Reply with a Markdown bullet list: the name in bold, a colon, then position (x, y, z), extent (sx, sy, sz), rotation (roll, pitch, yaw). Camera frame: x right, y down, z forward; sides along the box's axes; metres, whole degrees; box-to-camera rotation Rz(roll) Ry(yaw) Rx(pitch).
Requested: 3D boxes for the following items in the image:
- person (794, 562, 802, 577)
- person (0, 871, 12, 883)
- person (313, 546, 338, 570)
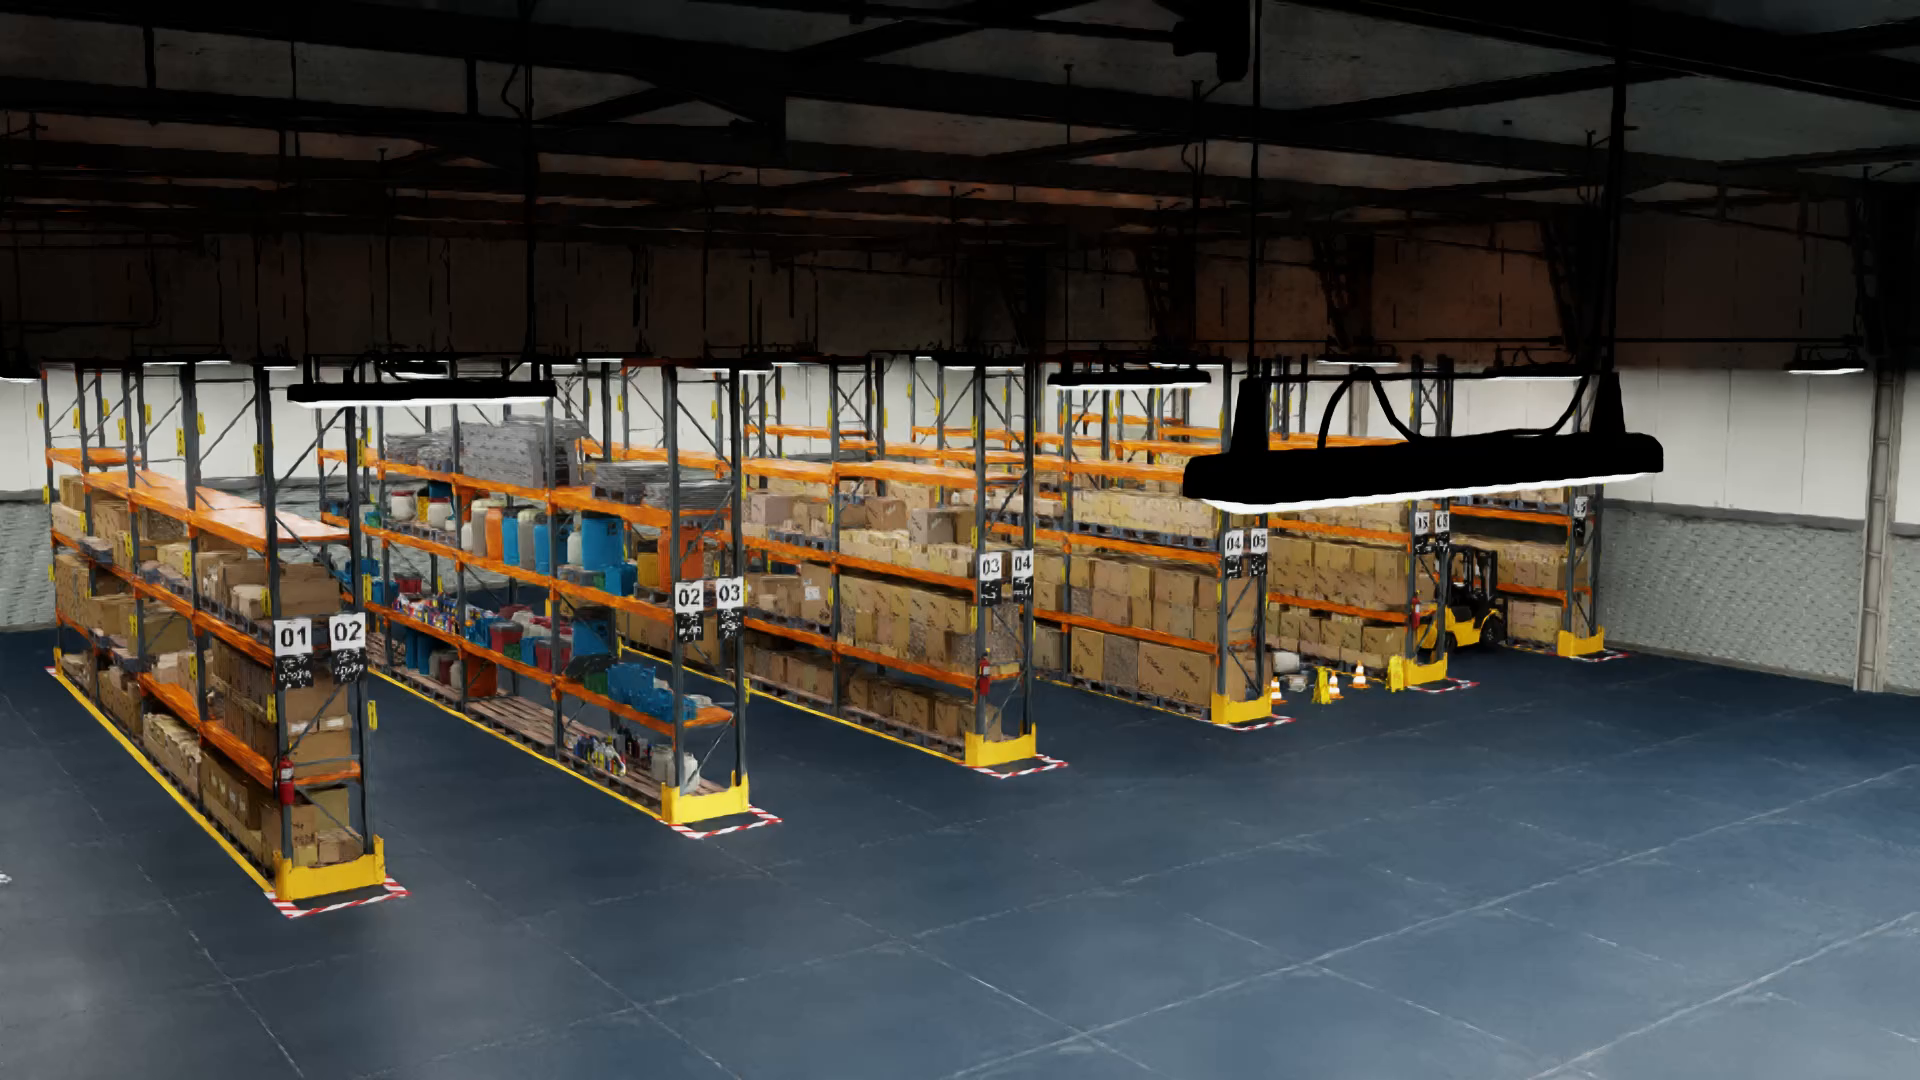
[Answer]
- **person**: position (-3.368, 1.302, 34.742), extent (0.598, 1.698, 1.193), rotation (-5, 8, -34)
- **person**: position (-11.494, 3.258, 19.245), extent (0.753, 1.533, 0.566), rotation (4, 8, 30)
- **person**: position (-14.701, 0.885, 38.549), extent (0.574, 1.669, 0.956), rotation (-2, 7, -15)
